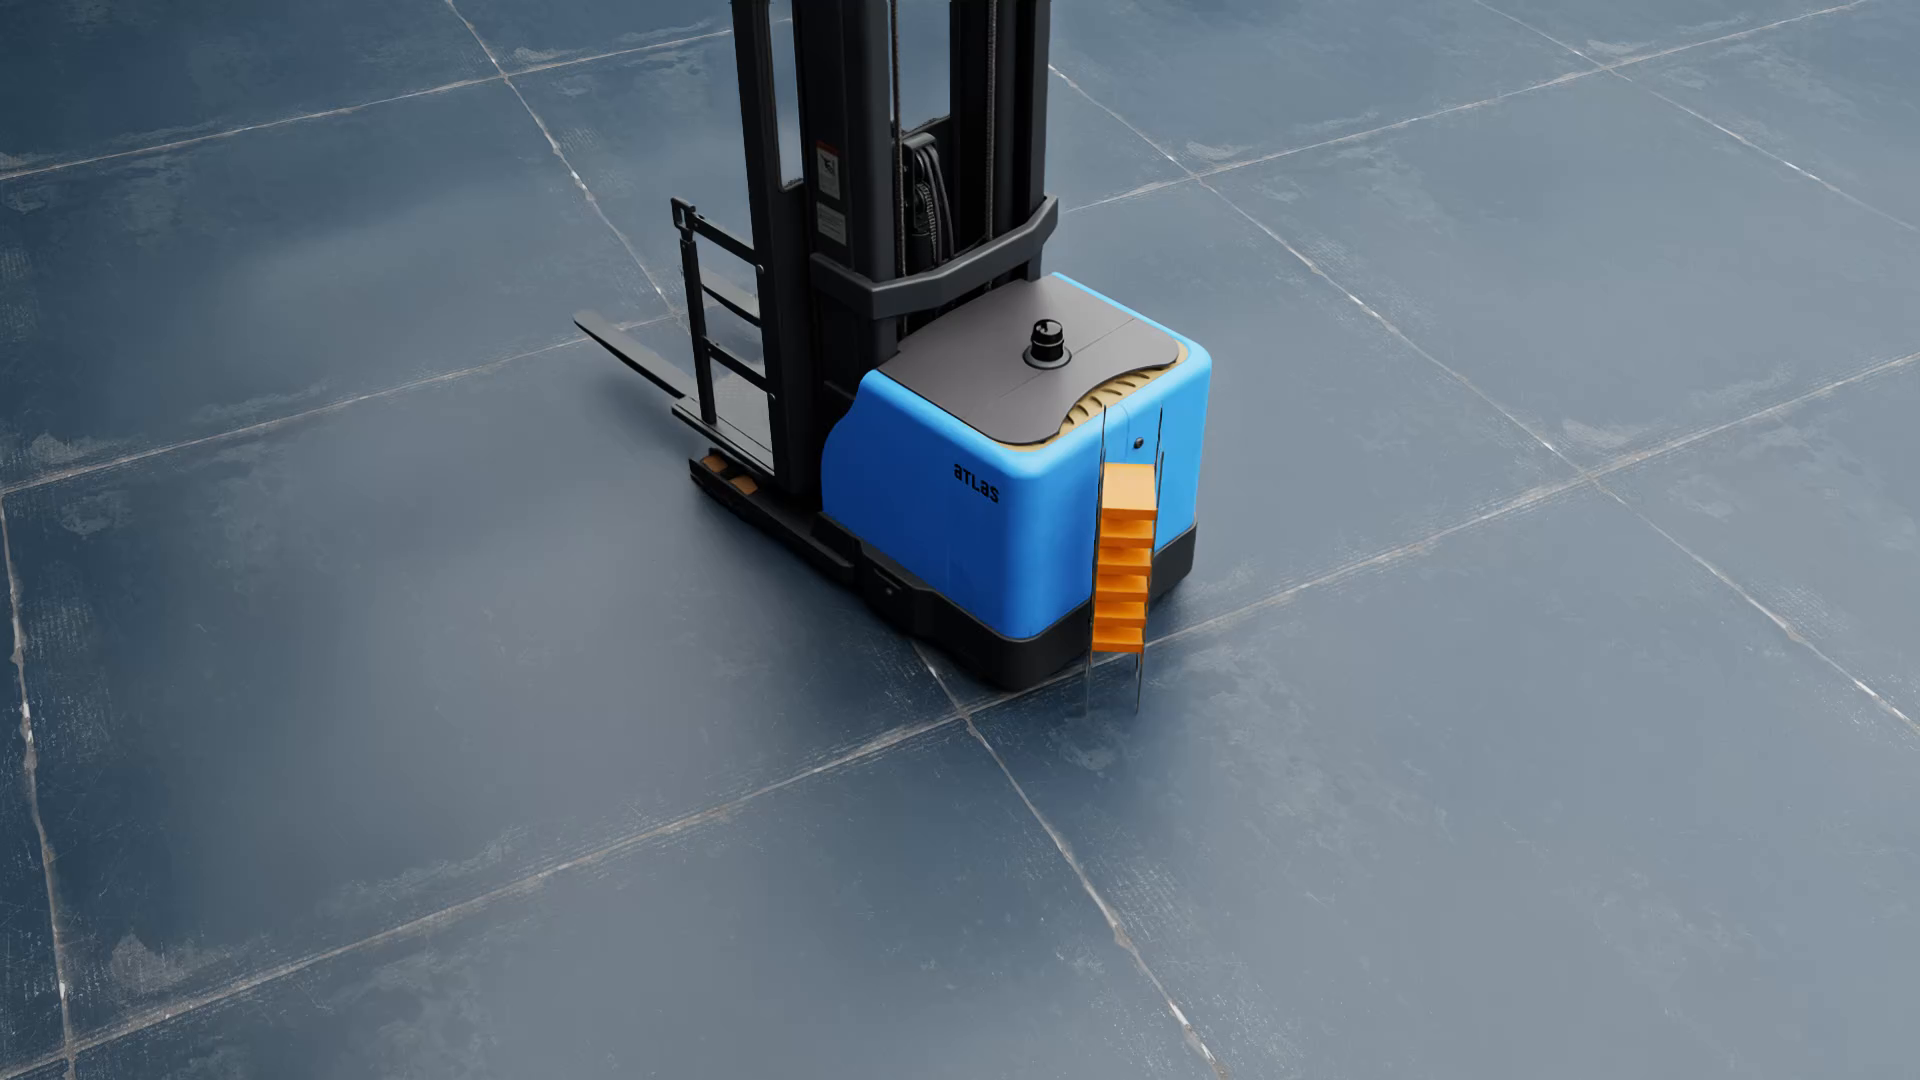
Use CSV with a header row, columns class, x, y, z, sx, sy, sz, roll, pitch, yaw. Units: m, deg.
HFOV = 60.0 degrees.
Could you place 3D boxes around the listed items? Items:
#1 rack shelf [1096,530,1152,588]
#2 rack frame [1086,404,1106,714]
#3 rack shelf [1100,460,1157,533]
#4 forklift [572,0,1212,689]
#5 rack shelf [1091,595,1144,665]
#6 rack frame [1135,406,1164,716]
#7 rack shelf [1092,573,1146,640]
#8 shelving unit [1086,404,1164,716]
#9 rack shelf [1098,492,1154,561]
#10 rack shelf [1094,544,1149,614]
class,x,y,z,sx,sy,sz,roll,pitch,yaw
rack shelf,0.556,0.039,5.658,0.180,0.103,0.258,3,40,3
rack frame,0.465,0.093,5.712,0.006,1.200,0.240,3,40,3
rack shelf,0.556,-0.144,5.503,0.180,0.103,0.258,3,40,3
forklift,-0.481,-1.430,6.171,1.130,2.935,3.031,-32,50,-32
rack shelf,0.556,0.314,5.891,0.180,0.103,0.258,3,40,3
rack frame,0.647,0.101,5.702,0.006,1.200,0.240,3,40,3
rack shelf,0.556,0.222,5.813,0.180,0.103,0.258,3,40,3
shelving unit,0.556,0.097,5.707,0.189,1.200,0.258,3,40,3
rack shelf,0.556,-0.053,5.581,0.180,0.103,0.258,3,40,3
rack shelf,0.556,0.131,5.736,0.180,0.103,0.258,3,40,3
